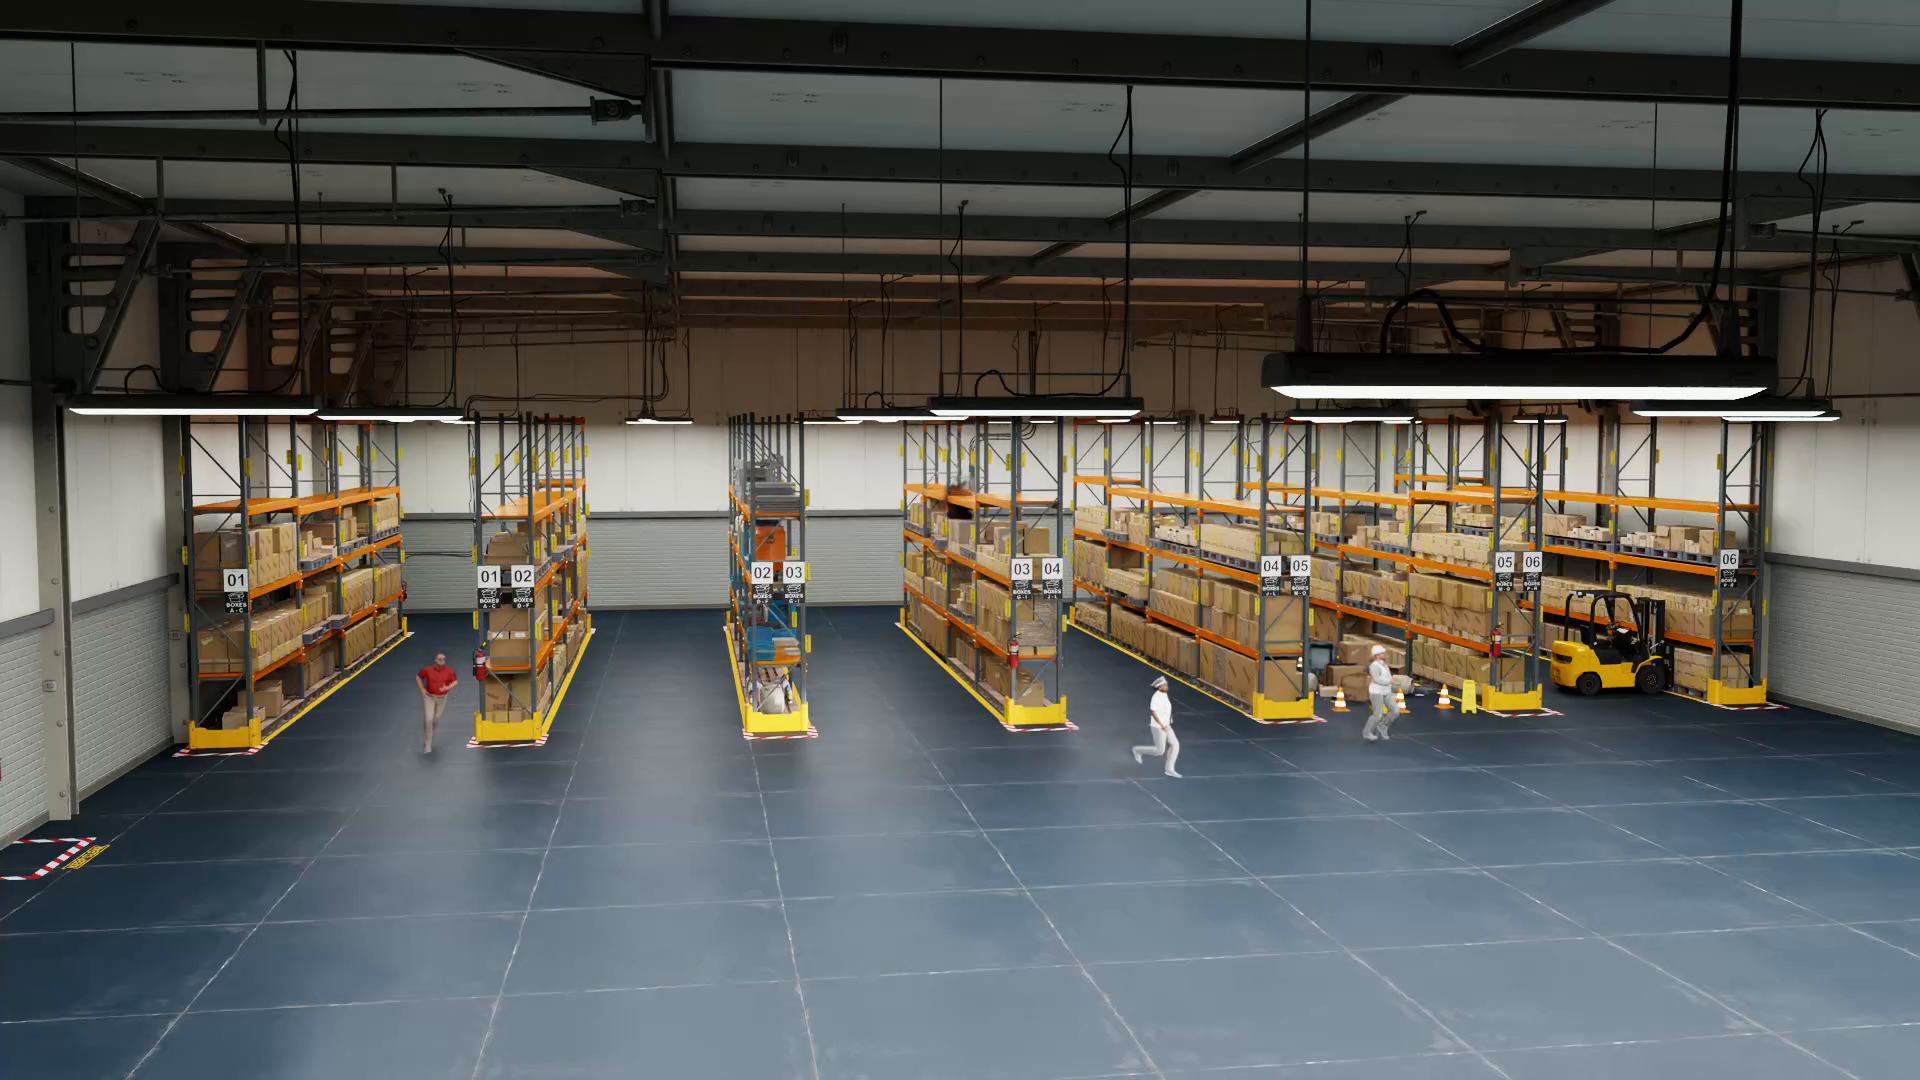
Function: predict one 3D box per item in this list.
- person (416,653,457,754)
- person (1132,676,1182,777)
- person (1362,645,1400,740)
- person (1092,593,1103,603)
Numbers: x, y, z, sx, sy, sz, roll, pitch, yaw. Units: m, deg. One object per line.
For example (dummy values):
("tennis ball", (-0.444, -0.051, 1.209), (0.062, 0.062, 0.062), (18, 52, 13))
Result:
("person", (-9.308, 2.871, 29.629), (0.689, 1.736, 0.882), (-2, 5, -32))
("person", (3.257, 3.057, 27.315), (0.803, 1.671, 0.572), (2, 4, 24))
("person", (7.681, 2.787, 30.217), (0.702, 1.758, 0.652), (3, 5, 39))
("person", (4.236, 1.522, 50.086), (0.551, 1.600, 0.569), (-3, 5, -36))
